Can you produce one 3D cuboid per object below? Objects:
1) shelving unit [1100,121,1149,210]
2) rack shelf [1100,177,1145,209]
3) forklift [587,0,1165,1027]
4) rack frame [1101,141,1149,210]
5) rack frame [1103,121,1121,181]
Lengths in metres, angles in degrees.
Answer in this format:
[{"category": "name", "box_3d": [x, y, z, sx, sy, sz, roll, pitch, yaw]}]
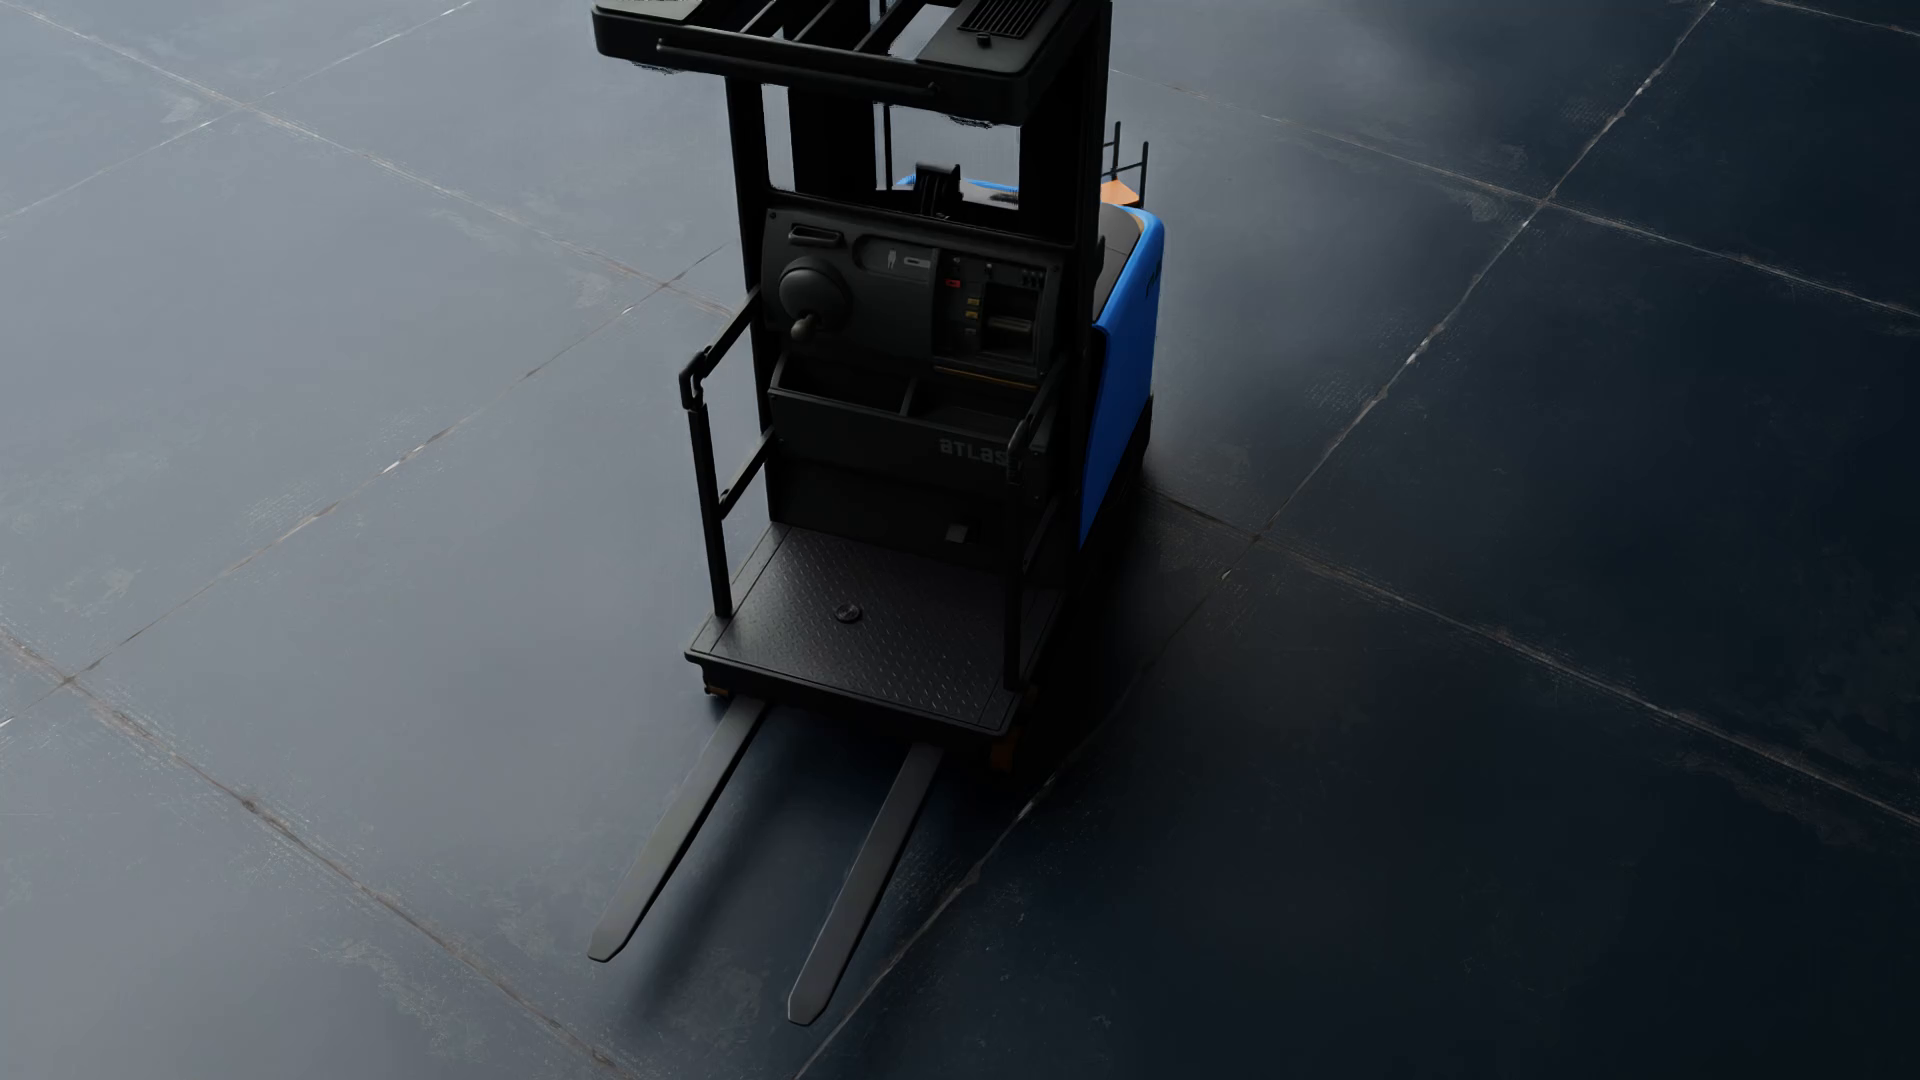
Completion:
[{"category": "shelving unit", "box_3d": [0.540, -1.019, 6.488, 0.258, 1.200, 0.189, -21, 45, -22]}, {"category": "rack shelf", "box_3d": [0.539, -1.256, 6.279, 0.258, 0.103, 0.180, -21, 45, -22]}, {"category": "forklift", "box_3d": [-0.220, -0.647, 4.775, 1.130, 2.935, 3.031, 13, 43, 14]}, {"category": "rack frame", "box_3d": [0.585, -0.967, 6.428, 0.240, 1.200, 0.006, -21, 45, -22]}, {"category": "rack frame", "box_3d": [0.494, -1.072, 6.547, 0.240, 1.200, 0.006, -21, 45, -22]}]
